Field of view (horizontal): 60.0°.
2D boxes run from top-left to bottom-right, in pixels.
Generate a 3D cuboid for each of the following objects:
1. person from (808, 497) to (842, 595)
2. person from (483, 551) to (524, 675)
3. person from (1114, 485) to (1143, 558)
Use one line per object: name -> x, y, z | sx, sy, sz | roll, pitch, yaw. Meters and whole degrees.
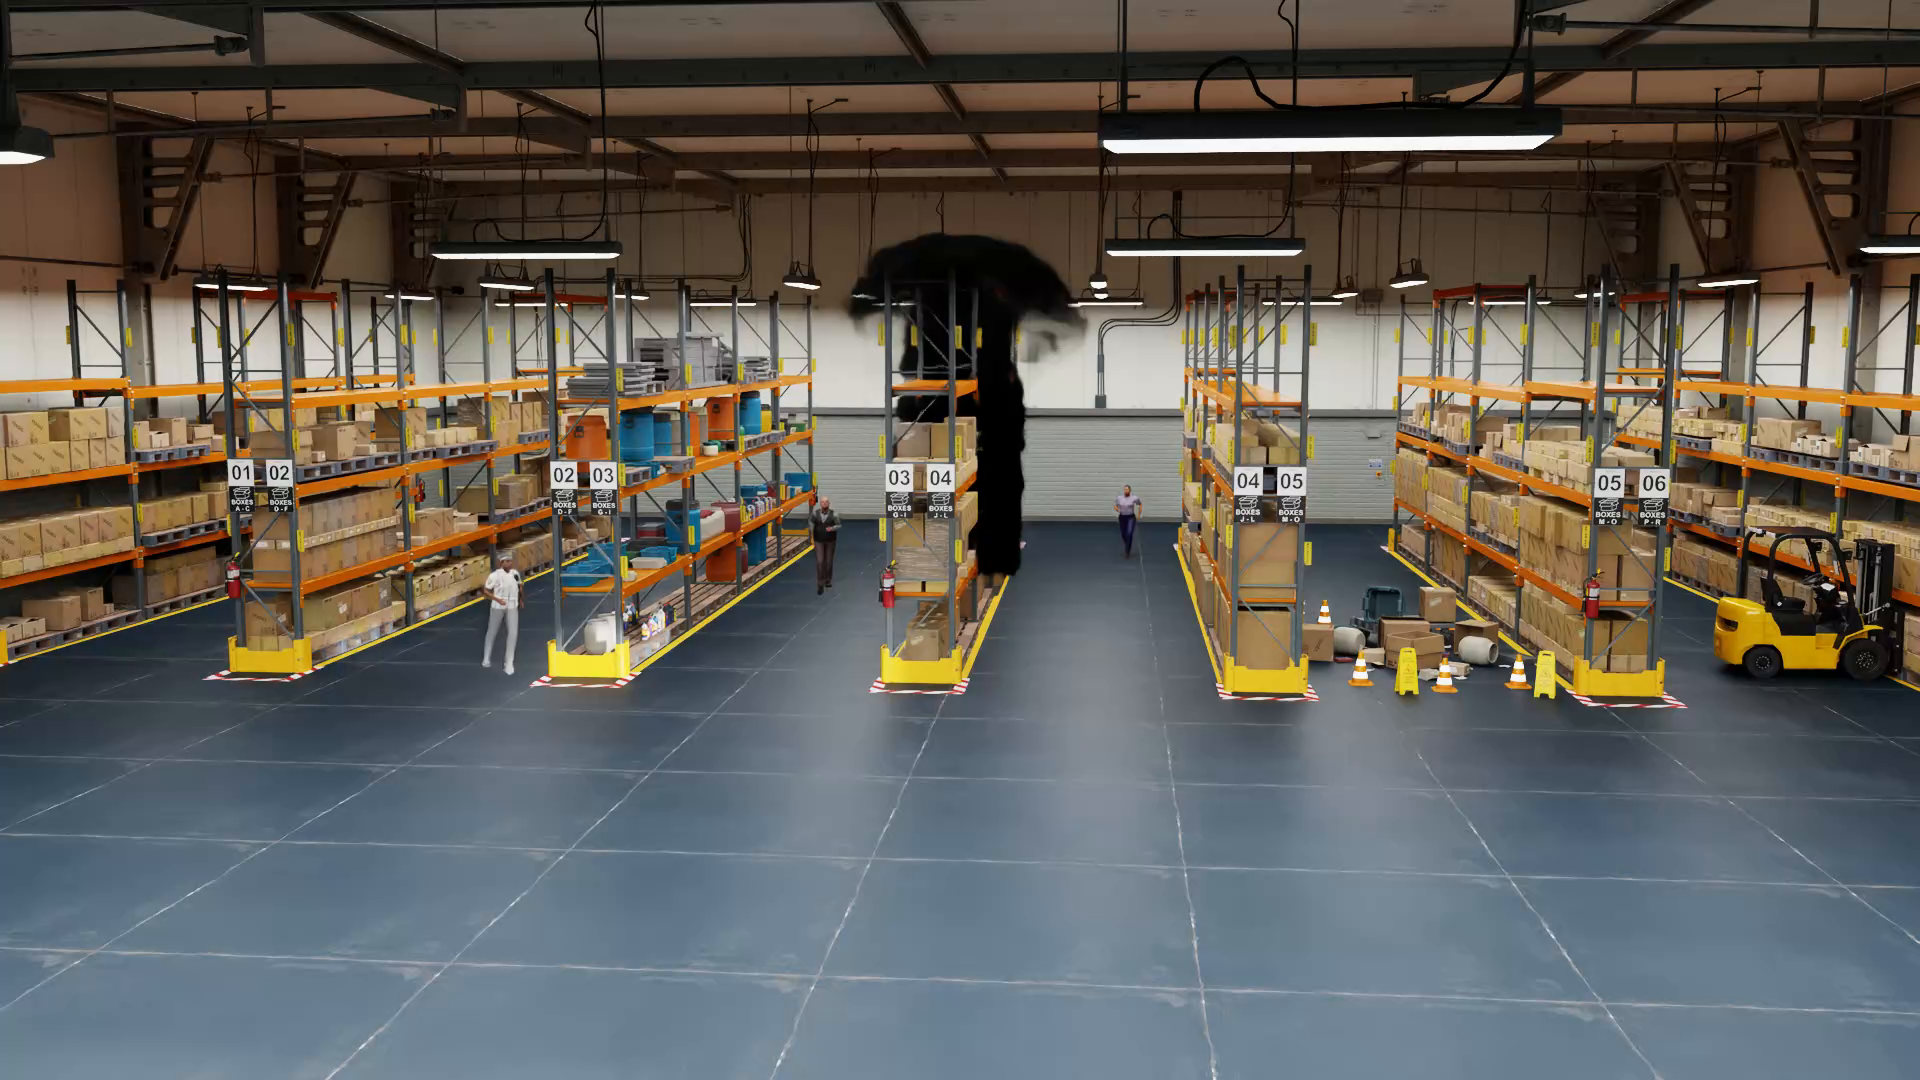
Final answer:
person -> -2.533, 0.095, 31.161 | 0.648, 1.813, 0.681 | 0, 7, -3
person -> -6.541, 1.017, 23.953 | 0.626, 1.721, 0.822 | -5, 8, -33
person -> 3.852, -0.446, 38.272 | 0.640, 1.659, 0.898 | 2, 7, 19
